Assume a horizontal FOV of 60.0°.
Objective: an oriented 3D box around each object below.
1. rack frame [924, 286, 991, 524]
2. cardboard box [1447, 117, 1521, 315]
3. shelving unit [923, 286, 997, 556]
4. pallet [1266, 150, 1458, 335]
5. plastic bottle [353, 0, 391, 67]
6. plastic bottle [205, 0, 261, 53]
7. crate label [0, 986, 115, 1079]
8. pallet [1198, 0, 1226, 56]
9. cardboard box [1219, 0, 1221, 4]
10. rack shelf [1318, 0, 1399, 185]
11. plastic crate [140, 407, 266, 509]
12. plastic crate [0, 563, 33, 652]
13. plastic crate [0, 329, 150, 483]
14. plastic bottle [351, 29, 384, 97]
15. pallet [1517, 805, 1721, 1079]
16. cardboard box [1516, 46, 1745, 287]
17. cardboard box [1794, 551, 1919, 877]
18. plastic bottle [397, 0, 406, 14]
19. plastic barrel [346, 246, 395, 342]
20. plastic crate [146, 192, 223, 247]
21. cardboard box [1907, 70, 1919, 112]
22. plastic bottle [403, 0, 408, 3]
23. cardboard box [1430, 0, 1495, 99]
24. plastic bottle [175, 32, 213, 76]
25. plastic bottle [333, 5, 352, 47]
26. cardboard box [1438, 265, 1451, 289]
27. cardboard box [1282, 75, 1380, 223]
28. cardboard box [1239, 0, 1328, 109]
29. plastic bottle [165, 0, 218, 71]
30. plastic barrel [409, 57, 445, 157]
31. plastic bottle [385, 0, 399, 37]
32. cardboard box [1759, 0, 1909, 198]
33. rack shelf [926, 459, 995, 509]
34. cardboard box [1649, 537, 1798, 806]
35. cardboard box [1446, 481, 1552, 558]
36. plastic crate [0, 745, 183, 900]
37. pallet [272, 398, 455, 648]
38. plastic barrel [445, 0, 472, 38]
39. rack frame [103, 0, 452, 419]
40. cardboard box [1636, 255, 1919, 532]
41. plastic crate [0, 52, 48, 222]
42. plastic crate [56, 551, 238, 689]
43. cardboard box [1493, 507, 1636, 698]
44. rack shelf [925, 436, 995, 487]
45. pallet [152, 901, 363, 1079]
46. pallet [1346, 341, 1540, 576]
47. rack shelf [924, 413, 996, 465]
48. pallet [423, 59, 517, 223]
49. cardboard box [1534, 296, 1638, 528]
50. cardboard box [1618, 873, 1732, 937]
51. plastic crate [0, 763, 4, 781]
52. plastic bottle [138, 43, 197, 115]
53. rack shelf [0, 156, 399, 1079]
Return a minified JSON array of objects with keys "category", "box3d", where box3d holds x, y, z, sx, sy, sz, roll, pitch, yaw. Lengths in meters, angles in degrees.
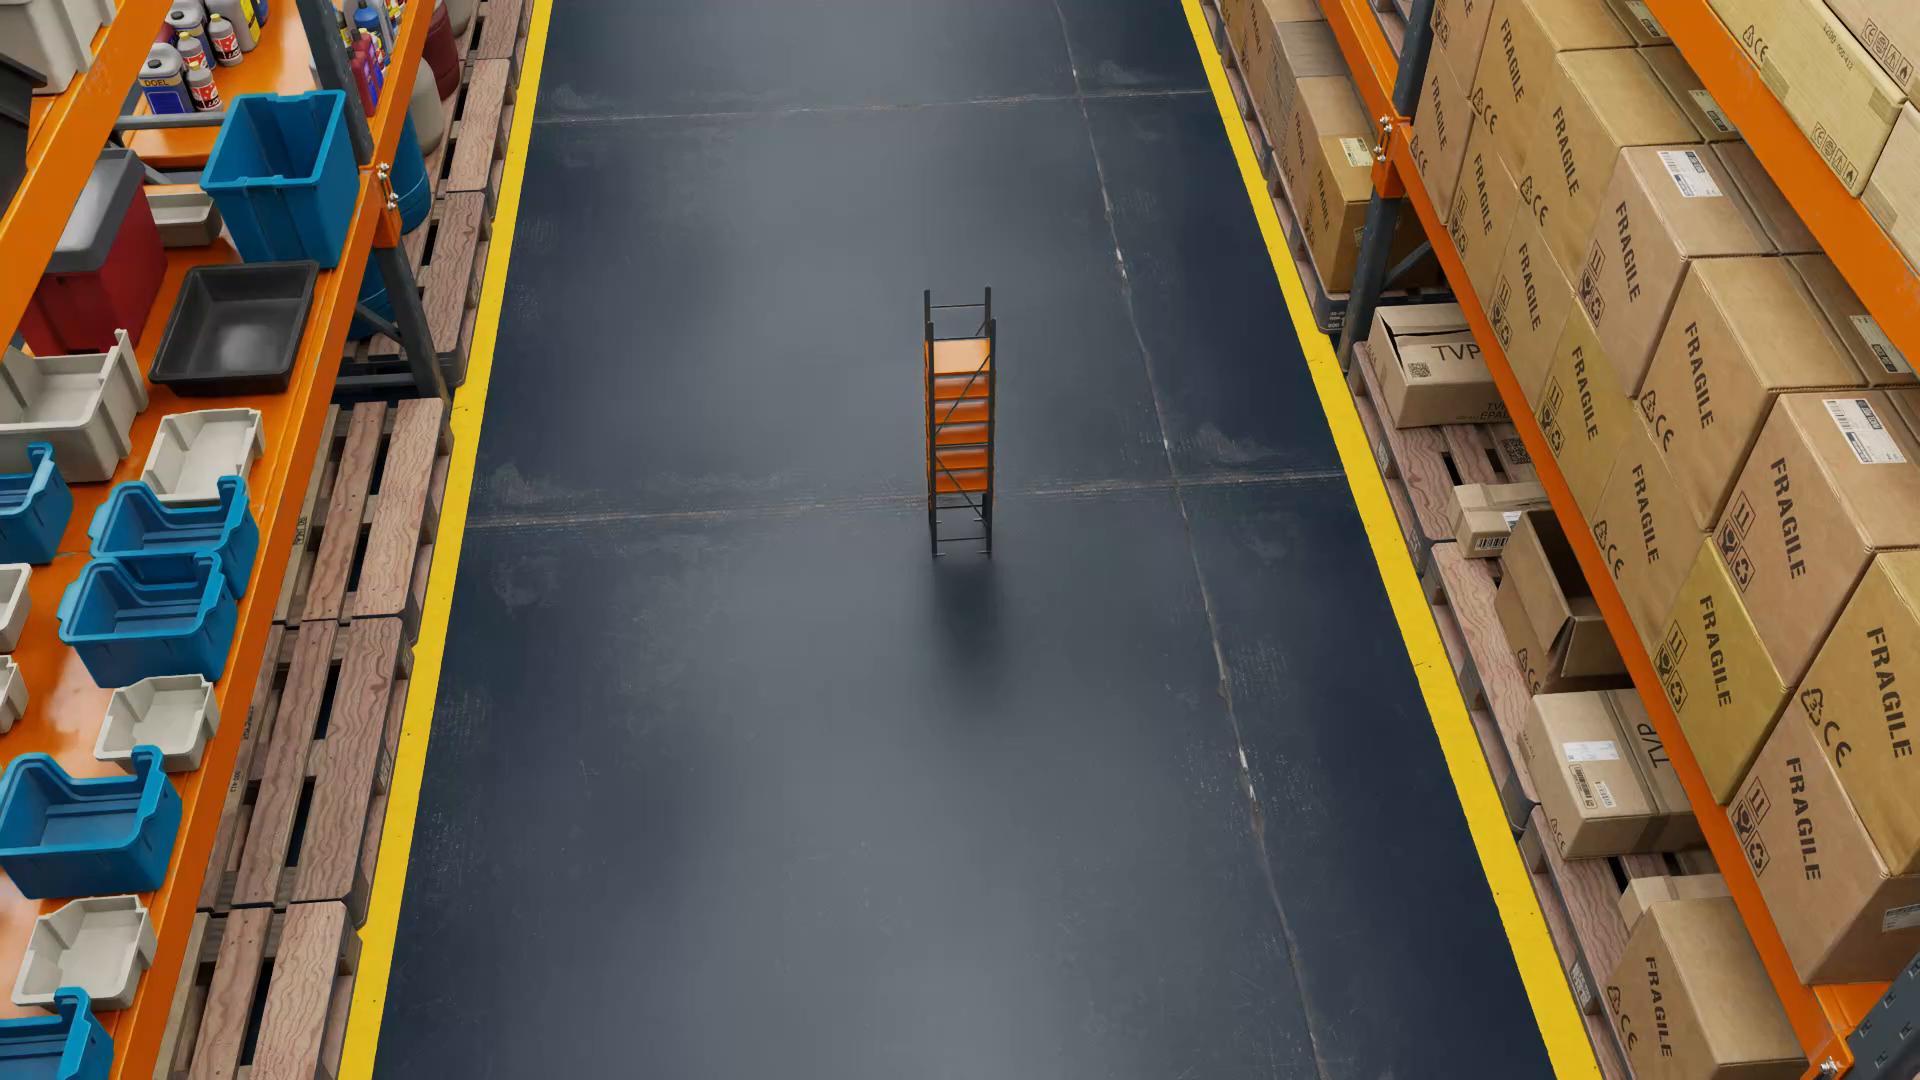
[{"category":"rack frame","box3d":[-0.009,-0.489,6.387,0.240,1.200,0.006,-3,47,-3]},{"category":"cardboard box","box3d":[2.026,-1.129,5.684,0.500,0.500,0.500,-3,47,-3]},{"category":"shelving unit","box3d":[-0.001,-0.423,6.324,0.258,1.200,0.189,-3,47,-3]},{"category":"pallet","box3d":[2.103,-1.477,8.004,1.003,0.211,1.213,-3,47,-3]},{"category":"plastic bottle","box3d":[-2.380,-2.048,6.712,0.097,0.271,0.097,0,47,0]},{"category":"plastic bottle","box3d":[-2.987,-2.189,6.791,0.144,0.351,0.185,-3,47,-3]},{"category":"crate label","box3d":[-2.085,1.181,3.640,0.416,0.233,0.303,-3,47,-3]},{"category":"pallet","box3d":[1.899,-3.243,9.676,1.003,0.211,1.213,-3,47,-3]},{"category":"cardboard box","box3d":[1.677,-3.311,9.238,0.500,0.500,0.500,-5,47,-5]},{"category":"rack shelf","box3d":[2.041,-3.050,8.068,1.077,0.370,4.000,-3,47,-3]},{"category":"plastic crate","box3d":[-2.282,-0.240,5.052,0.293,0.136,0.466,-3,47,-3]},{"category":"plastic crate","box3d":[-2.742,0.210,4.626,0.298,0.136,0.250,-3,47,-3]},{"category":"plastic crate","box3d":[-2.783,-0.416,5.118,0.437,0.282,0.530,-3,47,-3]},{"category":"plastic bottle","box3d":[-2.344,-1.899,6.563,0.061,0.283,0.133,-3,47,-3]},{"category":"pallet","box3d":[2.470,1.371,5.306,1.003,0.211,1.213,-3,47,-3]},{"category":"cardboard box","box3d":[2.054,-1.125,4.992,0.500,0.500,0.500,-5,47,-4]},{"category":"cardboard box","box3d":[2.232,0.360,3.585,0.500,0.500,0.500,-4,47,-4]},{"category":"plastic bottle","box3d":[-2.416,-2.333,7.030,0.097,0.201,0.097,0,47,0]},{"category":"plastic barrel","box3d":[-2.756,-1.369,7.137,0.600,0.901,0.708,-3,47,-3]},{"category":"plastic crate","box3d":[-2.831,-1.136,5.901,0.396,0.136,0.243,-3,47,-3]},{"category":"cardboard box","box3d":[2.204,-0.826,3.159,0.500,0.250,0.500,-3,47,-3]},{"category":"plastic bottle","box3d":[-2.407,-2.445,7.080,0.061,0.283,0.133,-3,47,-3]},{"category":"cardboard box","box3d":[1.968,-1.870,5.698,0.500,0.500,0.500,-2,47,-2]},{"category":"plastic bottle","box3d":[-3.070,-1.931,6.650,0.097,0.201,0.097,0,47,0]},{"category":"plastic bottle","box3d":[-2.540,-2.085,6.796,0.097,0.201,0.097,0,47,0]},{"category":"cardboard box","box3d":[2.411,-1.507,7.530,0.500,0.500,0.500,-5,47,-5]},{"category":"cardboard box","box3d":[1.849,-1.840,7.845,0.500,0.500,0.500,-3,47,-3]},{"category":"cardboard box","box3d":[1.763,-2.570,8.537,0.500,0.500,0.500,-5,47,-5]},{"category":"plastic bottle","box3d":[-3.113,-2.039,6.701,0.152,0.276,0.135,-3,47,-3]},{"category":"plastic barrel","box3d":[-2.774,-2.162,8.156,0.421,0.512,0.421,0,47,0]},{"category":"plastic bottle","box3d":[-2.400,-2.216,6.871,0.097,0.271,0.097,0,47,0]},{"category":"cardboard box","box3d":[2.152,-1.015,3.683,0.500,0.250,0.500,-3,47,-3]},{"category":"rack shelf","box3d":[-0.001,-0.227,6.531,0.258,0.103,0.180,-3,47,-3]},{"category":"cardboard box","box3d":[2.188,0.327,4.306,0.500,0.500,0.500,-3,47,-3]},{"category":"cardboard box","box3d":[2.111,-0.085,6.413,0.380,0.166,0.250,-3,47,-3]},{"category":"plastic crate","box3d":[-2.140,0.704,4.091,0.416,0.233,0.300,-3,47,-3]},{"category":"pallet","box3d":[-2.627,-0.063,6.665,1.003,0.211,1.213,-3,47,-3]},{"category":"plastic barrel","box3d":[-2.868,-2.979,8.929,0.421,0.512,0.421,0,47,0]},{"category":"rack frame","box3d":[-2.727,-1.552,6.154,1.000,3.000,0.127,-3,47,-3]},{"category":"cardboard box","box3d":[2.141,-0.380,4.286,0.500,0.500,0.500,-2,47,-2]},{"category":"plastic crate","box3d":[-2.247,-0.790,3.409,0.504,0.338,0.767,-3,47,-3]},{"category":"plastic crate","box3d":[-2.195,0.228,4.542,0.416,0.233,0.300,-3,47,-3]},{"category":"cardboard box","box3d":[2.371,0.216,5.896,0.797,0.503,0.637,-3,47,-3]},{"category":"rack shelf","box3d":[-0.001,-0.310,6.444,0.258,0.103,0.180,-3,47,-3]},{"category":"pallet","box3d":[-2.423,1.702,4.993,1.003,0.211,1.213,-3,47,-3]},{"category":"pallet","box3d":[2.265,-0.394,6.978,1.003,0.211,1.213,-3,47,-3]},{"category":"rack shelf","box3d":[-0.001,-0.393,6.357,0.258,0.103,0.180,-3,47,-3]},{"category":"pallet","box3d":[-2.856,-2.038,8.535,1.003,0.211,1.213,-3,47,-3]},{"category":"cardboard box","box3d":[2.110,-0.399,4.993,0.500,0.500,0.500,-4,47,-4]},{"category":"cardboard box","box3d":[2.308,1.190,5.205,0.380,0.166,0.250,-3,47,-3]},{"category":"plastic crate","box3d":[-2.651,0.623,4.235,0.396,0.136,0.243,-3,47,-3]},{"category":"plastic bottle","box3d":[-3.083,-1.775,6.450,0.152,0.276,0.135,-3,47,-3]},{"category":"rack shelf","box3d":[-2.560,0.143,5.044,1.077,0.370,4.000,-3,47,-3]}]
